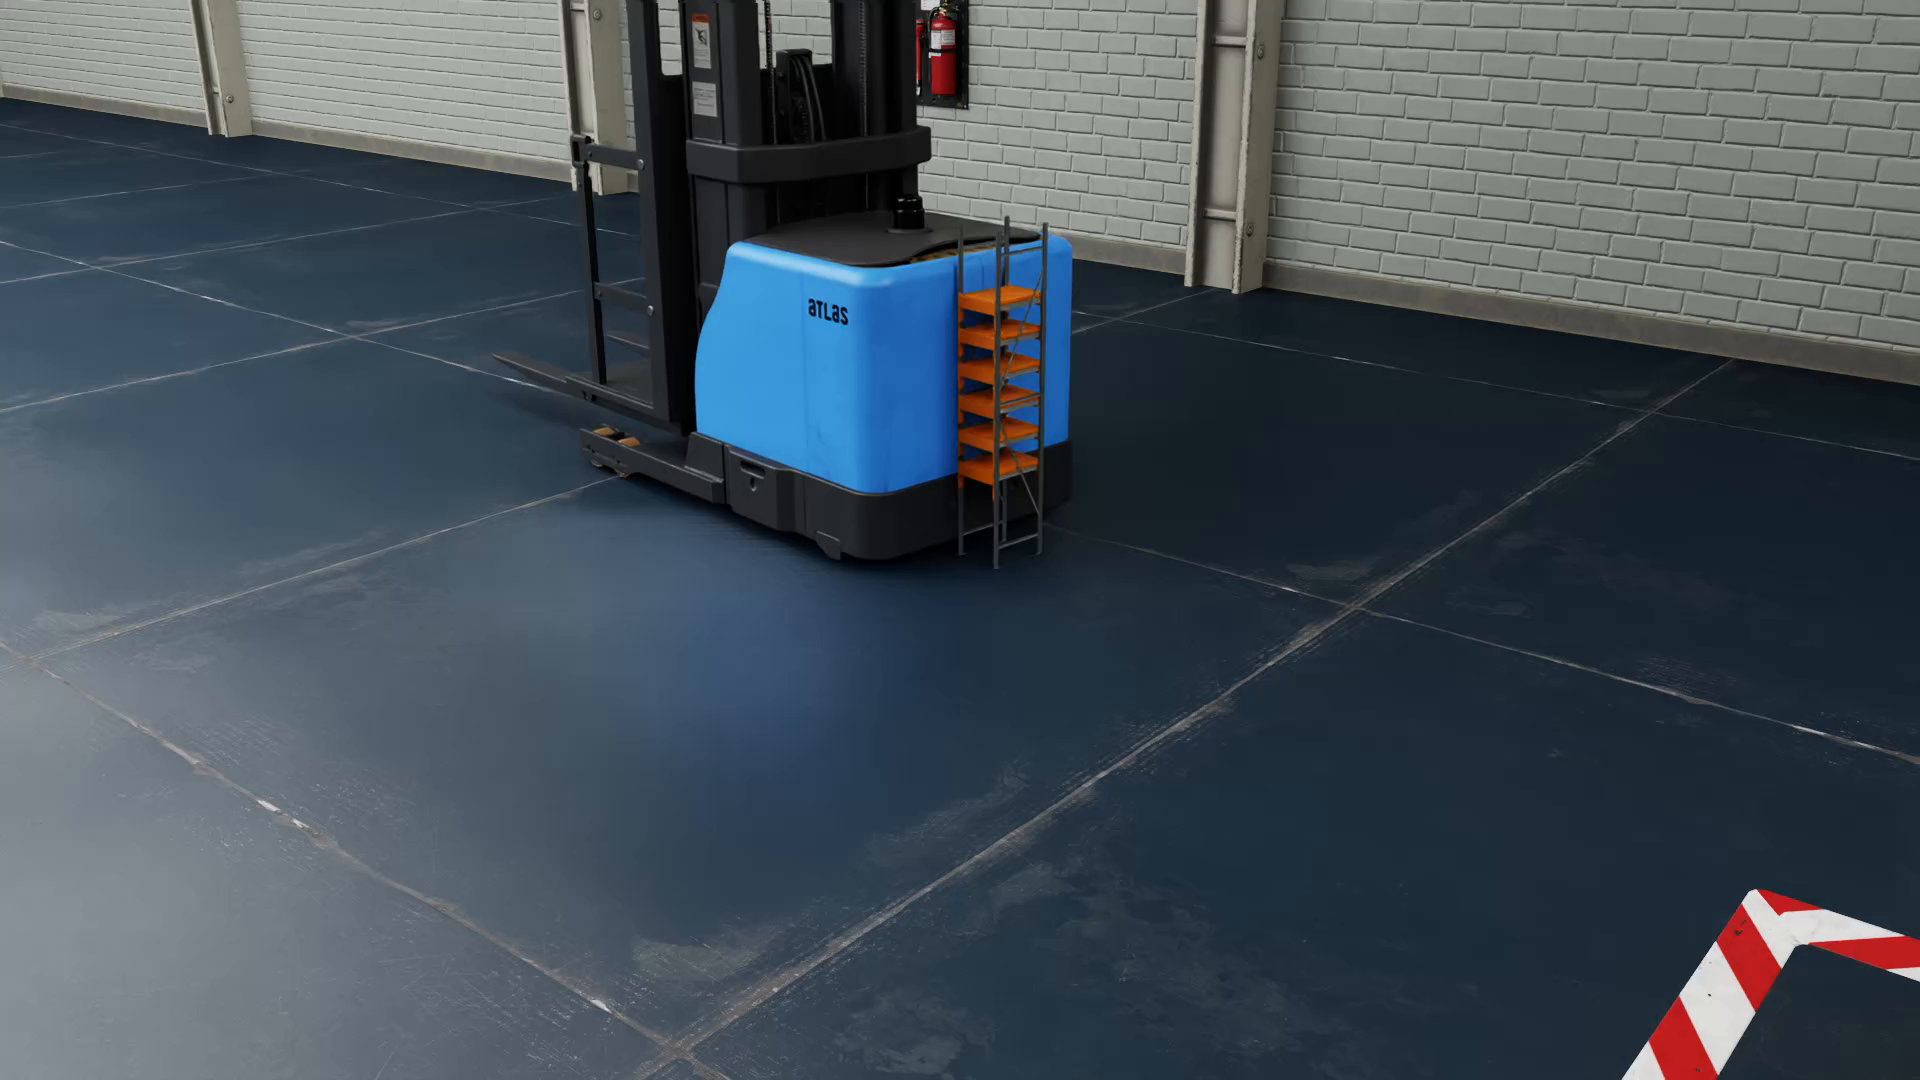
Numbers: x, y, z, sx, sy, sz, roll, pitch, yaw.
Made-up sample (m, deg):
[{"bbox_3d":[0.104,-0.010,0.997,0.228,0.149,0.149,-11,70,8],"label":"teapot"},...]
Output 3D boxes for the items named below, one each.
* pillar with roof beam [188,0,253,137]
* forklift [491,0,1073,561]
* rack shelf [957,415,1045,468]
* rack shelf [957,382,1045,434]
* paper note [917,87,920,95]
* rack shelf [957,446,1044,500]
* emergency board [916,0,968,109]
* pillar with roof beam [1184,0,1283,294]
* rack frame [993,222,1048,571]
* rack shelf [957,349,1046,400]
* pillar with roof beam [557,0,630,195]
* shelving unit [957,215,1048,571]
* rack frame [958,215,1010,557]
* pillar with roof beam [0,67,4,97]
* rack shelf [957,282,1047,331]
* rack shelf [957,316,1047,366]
[{"bbox_3d":[-10.371,-7.298,12.768,0.400,9.000,9.100,16,26,36],"label":"pillar with roof beam"},{"bbox_3d":[-0.945,-1.735,6.614,1.130,2.935,3.031,-18,27,-40],"label":"forklift"},{"bbox_3d":[0.144,-0.351,5.865,0.258,0.103,0.180,-18,27,-40],"label":"rack shelf"},{"bbox_3d":[0.144,-0.464,5.823,0.258,0.103,0.180,-18,27,-40],"label":"rack shelf"},{"bbox_3d":[-0.336,-3.199,11.648,0.142,0.148,0.016,16,26,36],"label":"paper note"},{"bbox_3d":[0.144,-0.239,5.907,0.258,0.103,0.180,-18,27,-40],"label":"rack shelf"},{"bbox_3d":[-0.243,-3.552,11.337,0.643,1.169,0.194,16,26,36],"label":"emergency board"},{"bbox_3d":[-1.074,-4.621,5.669,0.400,9.000,9.100,16,26,36],"label":"pillar with roof beam"},{"bbox_3d":[0.207,-0.481,5.744,0.240,1.200,0.006,-18,27,-40],"label":"rack frame"},{"bbox_3d":[0.144,-0.576,5.780,0.258,0.103,0.180,-18,27,-40],"label":"rack shelf"},{"bbox_3d":[-5.723,-5.960,9.218,0.400,9.000,9.100,16,26,36],"label":"pillar with roof beam"},{"bbox_3d":[0.144,-0.505,5.807,0.258,1.200,0.189,-18,27,-40],"label":"shelving unit"},{"bbox_3d":[0.082,-0.529,5.870,0.240,1.200,0.006,-18,27,-40],"label":"rack frame"},{"bbox_3d":[-15.019,-8.637,16.318,0.400,9.000,9.100,16,26,36],"label":"pillar with roof beam"},{"bbox_3d":[0.144,-0.800,5.696,0.258,0.103,0.180,-18,27,-40],"label":"rack shelf"},{"bbox_3d":[0.144,-0.688,5.738,0.258,0.103,0.180,-18,27,-40],"label":"rack shelf"}]
